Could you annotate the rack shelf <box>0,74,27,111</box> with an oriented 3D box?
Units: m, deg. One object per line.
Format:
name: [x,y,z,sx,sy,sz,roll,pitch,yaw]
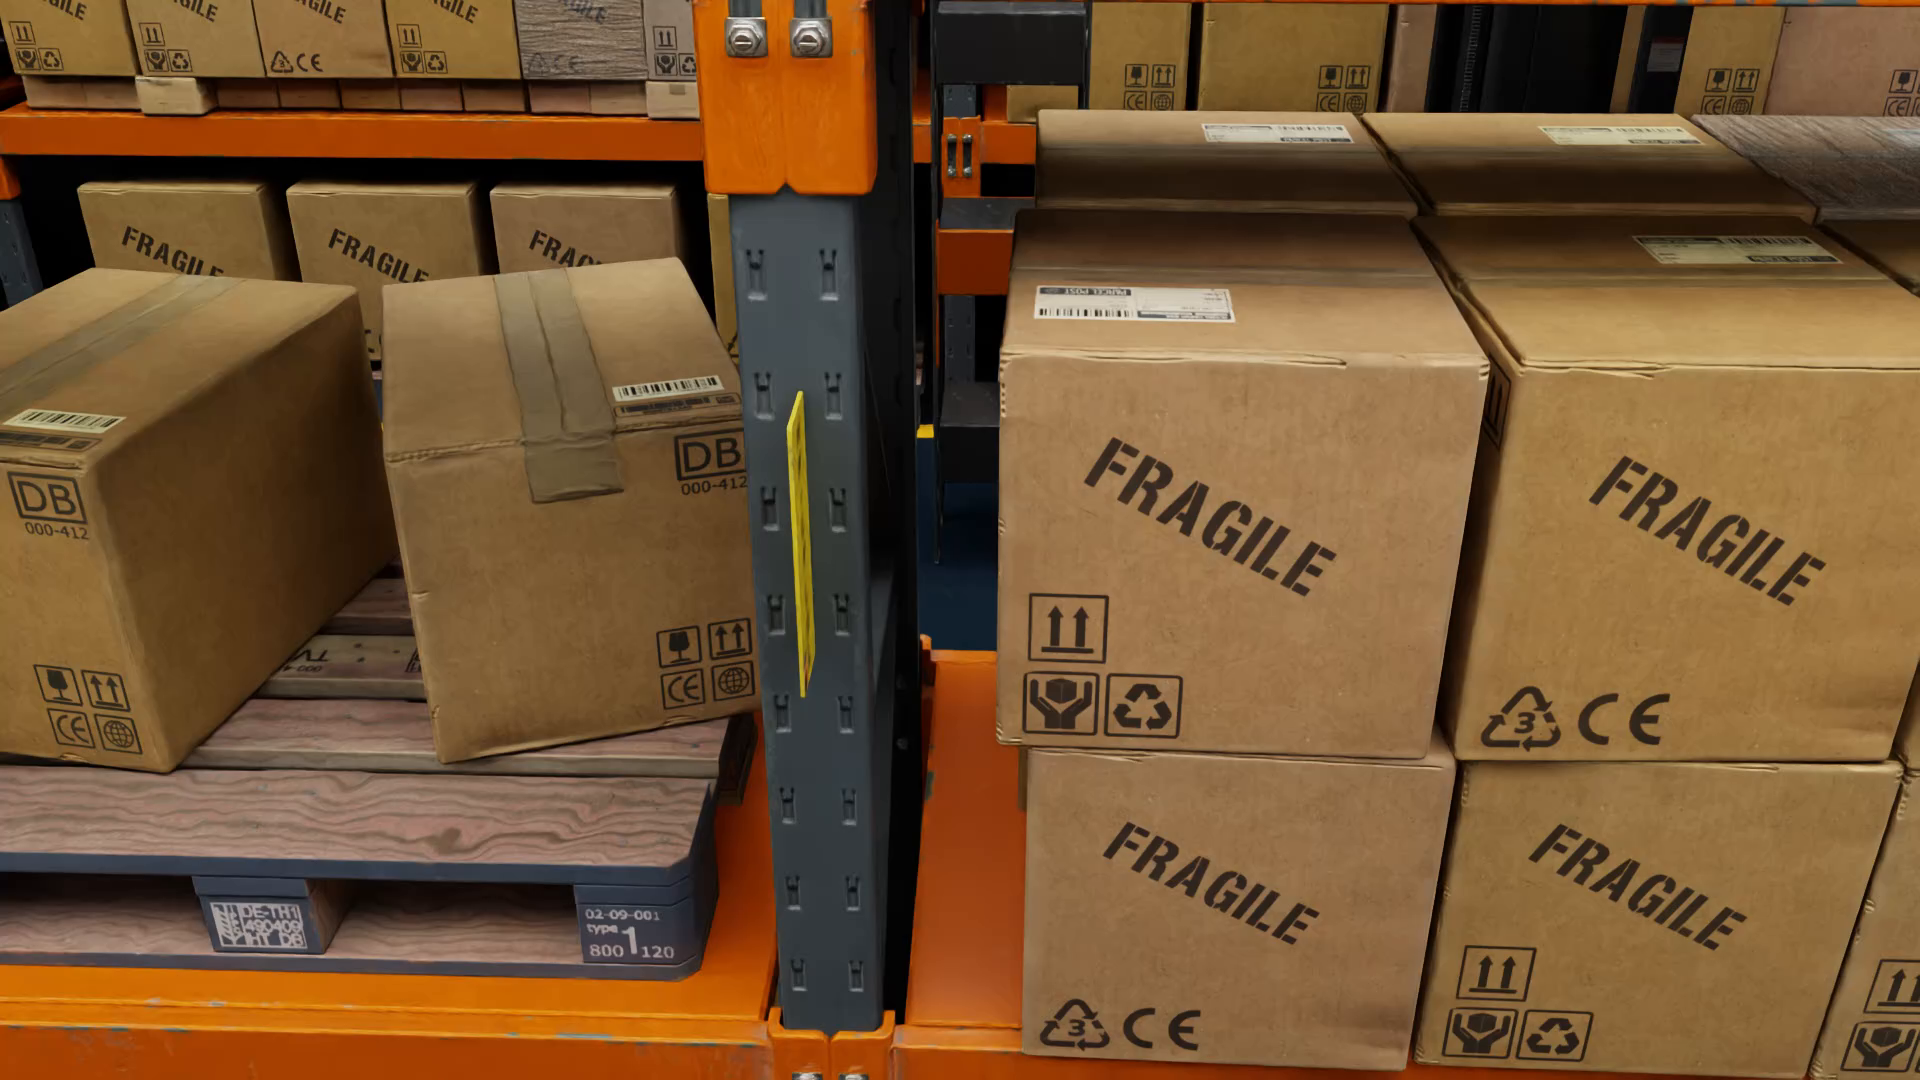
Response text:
rack shelf: [-5.980,-1.840,7.287,4.000,0.370,1.077,1,28,2]

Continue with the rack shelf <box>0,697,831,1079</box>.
rack shelf: [-2.153,0.545,2.788,4.000,0.370,1.077,1,28,2]

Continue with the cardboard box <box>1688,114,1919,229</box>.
cardboard box: [1.376,-0.323,2.483,0.500,0.500,0.500,1,28,2]

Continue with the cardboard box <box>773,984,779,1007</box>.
cardboard box: [-0.629,1.048,3.270,0.500,0.500,0.500,0,28,-1]

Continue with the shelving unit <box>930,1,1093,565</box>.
shelving unit: [0.165,-0.925,5.753,0.503,2.100,0.431,1,28,2]

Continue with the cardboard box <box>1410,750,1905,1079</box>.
cardboard box: [0.857,0.359,2.264,0.500,0.500,0.500,1,28,3]

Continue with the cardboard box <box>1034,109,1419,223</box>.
cardboard box: [0.360,-0.339,2.512,0.500,0.500,0.500,1,28,2]

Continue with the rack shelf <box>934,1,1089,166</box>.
rack shelf: [0.165,-1.531,5.432,0.480,0.518,0.431,1,28,2]

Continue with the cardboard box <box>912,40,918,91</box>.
cardboard box: [-0.311,-2.055,7.171,0.250,0.149,0.380,0,28,0]

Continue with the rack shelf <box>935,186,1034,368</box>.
rack shelf: [0.165,-0.913,5.759,0.480,0.518,0.431,1,28,2]

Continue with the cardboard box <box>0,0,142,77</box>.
cardboard box: [-3.505,-2.182,6.717,0.500,0.500,0.500,2,28,3]

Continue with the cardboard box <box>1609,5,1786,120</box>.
cardboard box: [2.777,-2.136,6.756,0.700,0.700,0.980,1,28,1]

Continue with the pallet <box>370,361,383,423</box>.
pallet: [-1.980,-0.823,7.578,1.213,0.211,1.003,1,28,2]

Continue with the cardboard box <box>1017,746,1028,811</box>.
cardboard box: [0.354,0.104,2.745,0.500,0.500,0.500,1,28,3]

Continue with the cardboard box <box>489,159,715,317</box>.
cardboard box: [-1.526,-1.258,7.267,0.750,0.750,0.750,2,28,3]

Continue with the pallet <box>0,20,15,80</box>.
pallet: [-4.697,-2.002,7.029,1.003,0.211,1.213,1,28,2]

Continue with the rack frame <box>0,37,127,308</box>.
rack frame: [-3.981,-2.125,7.056,0.127,3.000,1.000,1,28,2]

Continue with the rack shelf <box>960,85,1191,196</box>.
rack shelf: [2.015,-1.708,7.037,4.000,0.370,1.077,1,28,2]

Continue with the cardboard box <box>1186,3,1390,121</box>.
cardboard box: [1.287,-2.160,6.802,0.700,0.700,0.980,0,28,0]

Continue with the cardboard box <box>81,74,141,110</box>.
cardboard box: [-3.409,-1.901,6.880,0.250,0.149,0.380,1,28,2]

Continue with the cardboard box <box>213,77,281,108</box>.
cardboard box: [-2.890,-1.910,6.898,0.250,0.149,0.380,1,28,1]

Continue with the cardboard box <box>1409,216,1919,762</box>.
cardboard box: [0.822,-0.078,2.021,0.500,0.500,0.500,0,28,0]

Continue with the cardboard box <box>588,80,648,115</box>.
cardboard box: [-1.350,-1.860,6.803,0.250,0.149,0.380,1,28,2]

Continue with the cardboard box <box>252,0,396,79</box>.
cardboard box: [-2.486,-2.160,6.676,0.500,0.500,0.500,1,28,2]

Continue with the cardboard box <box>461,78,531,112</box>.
cardboard box: [-1.864,-1.881,6.843,0.250,0.149,0.380,2,28,3]

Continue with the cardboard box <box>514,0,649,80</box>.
cardboard box: [-1.466,-2.149,6.656,0.500,0.500,0.500,1,28,2]

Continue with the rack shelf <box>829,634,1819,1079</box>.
rack shelf: [1.844,0.611,2.663,4.000,0.370,1.077,1,28,2]

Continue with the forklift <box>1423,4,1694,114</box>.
forklift: [2.314,-1.250,5.478,3.031,2.935,1.130,1,28,2]

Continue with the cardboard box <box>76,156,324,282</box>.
cardboard box: [-3.251,-1.287,7.322,0.750,0.750,0.750,1,28,1]

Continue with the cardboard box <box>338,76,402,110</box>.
cardboard box: [-2.373,-1.901,6.880,0.250,0.149,0.380,1,28,3]

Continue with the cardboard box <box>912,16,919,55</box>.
cardboard box: [-0.434,-2.369,7.070,0.500,0.500,0.500,0,28,0]

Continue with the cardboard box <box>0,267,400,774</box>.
cardboard box: [-1.310,-0.064,2.613,0.500,0.500,0.700,5,28,10]

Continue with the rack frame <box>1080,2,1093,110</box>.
rack frame: [0.409,-0.921,5.745,0.015,2.100,0.400,1,28,2]
